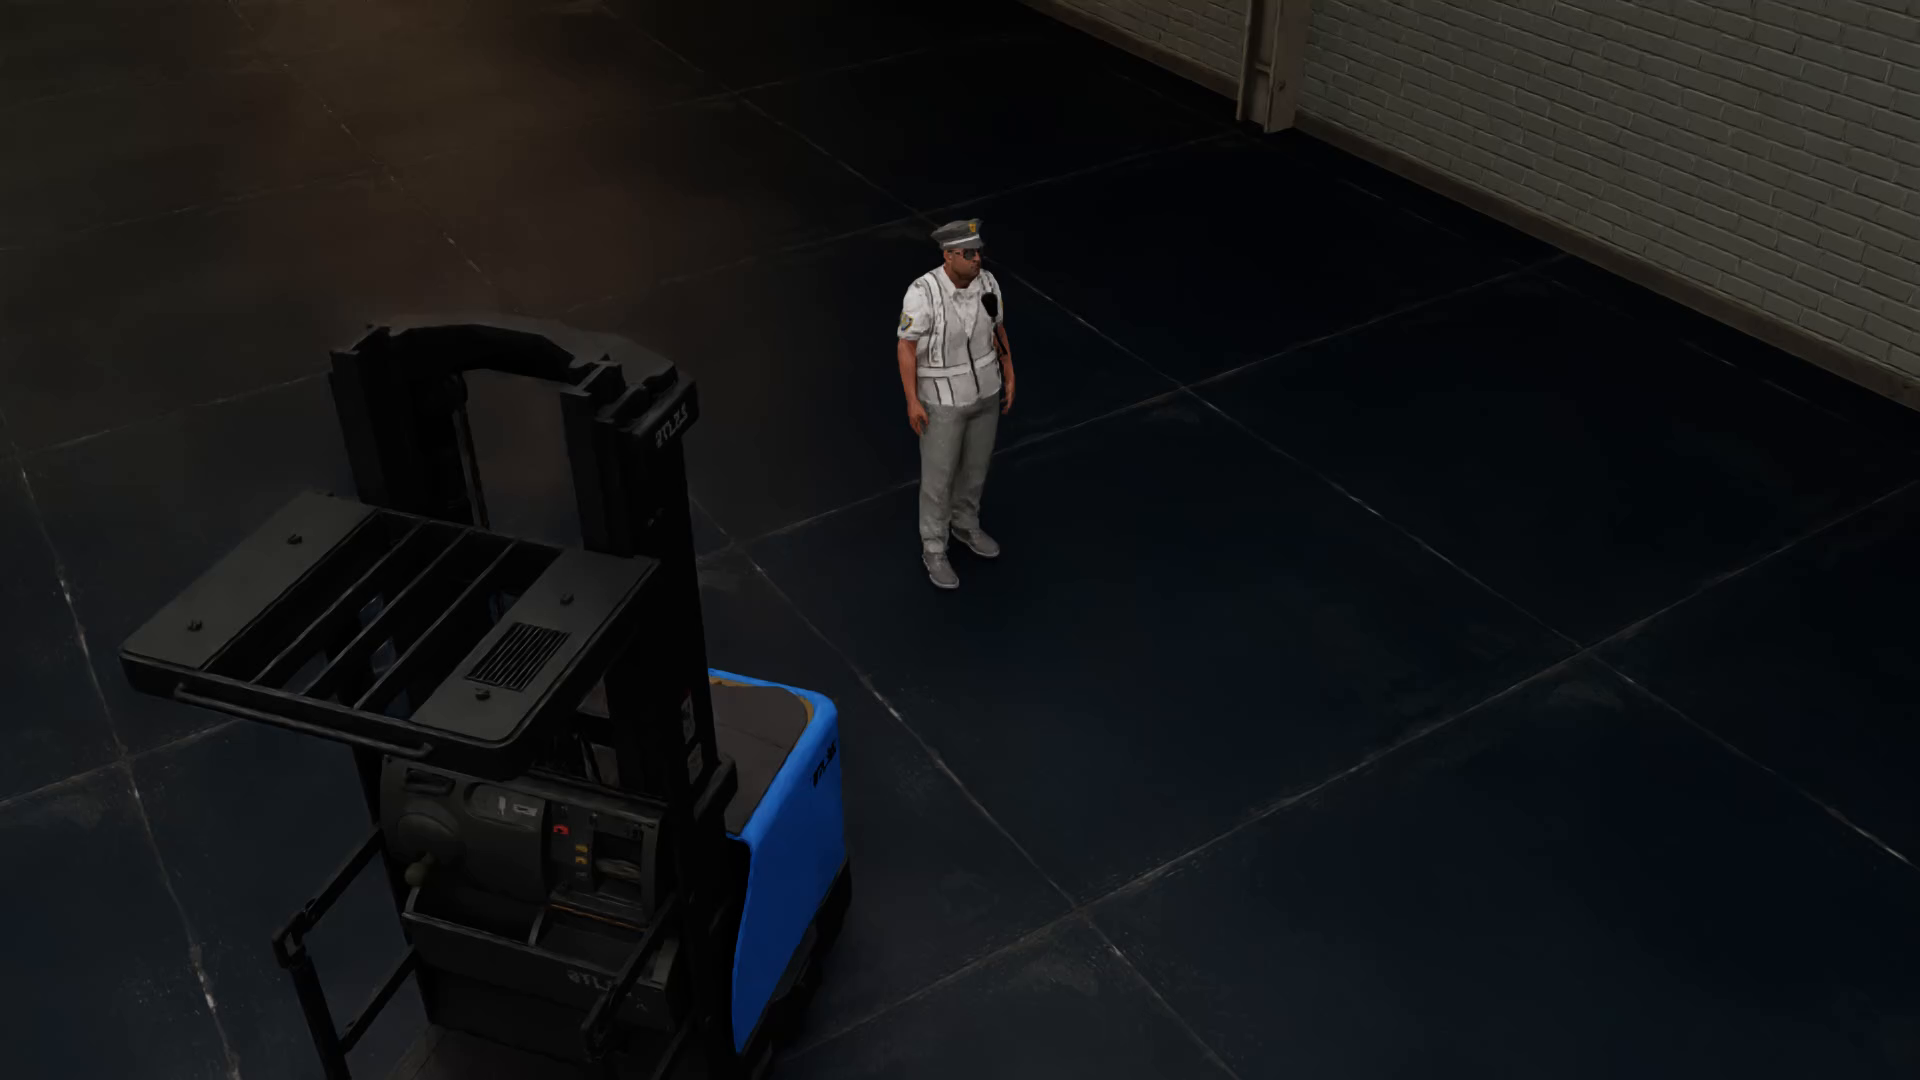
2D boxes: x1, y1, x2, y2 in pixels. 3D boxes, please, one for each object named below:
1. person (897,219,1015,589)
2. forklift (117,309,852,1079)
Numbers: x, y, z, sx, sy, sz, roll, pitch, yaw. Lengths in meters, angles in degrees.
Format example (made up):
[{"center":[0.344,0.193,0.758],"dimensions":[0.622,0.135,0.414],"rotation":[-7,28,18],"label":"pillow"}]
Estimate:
[{"center":[0.032,-0.694,8.122],"dimensions":[0.640,1.781,0.574],"rotation":[-21,40,-27],"label":"person"},{"center":[-1.380,0.958,4.785],"dimensions":[1.130,2.935,3.031],"rotation":[11,37,15],"label":"forklift"}]
